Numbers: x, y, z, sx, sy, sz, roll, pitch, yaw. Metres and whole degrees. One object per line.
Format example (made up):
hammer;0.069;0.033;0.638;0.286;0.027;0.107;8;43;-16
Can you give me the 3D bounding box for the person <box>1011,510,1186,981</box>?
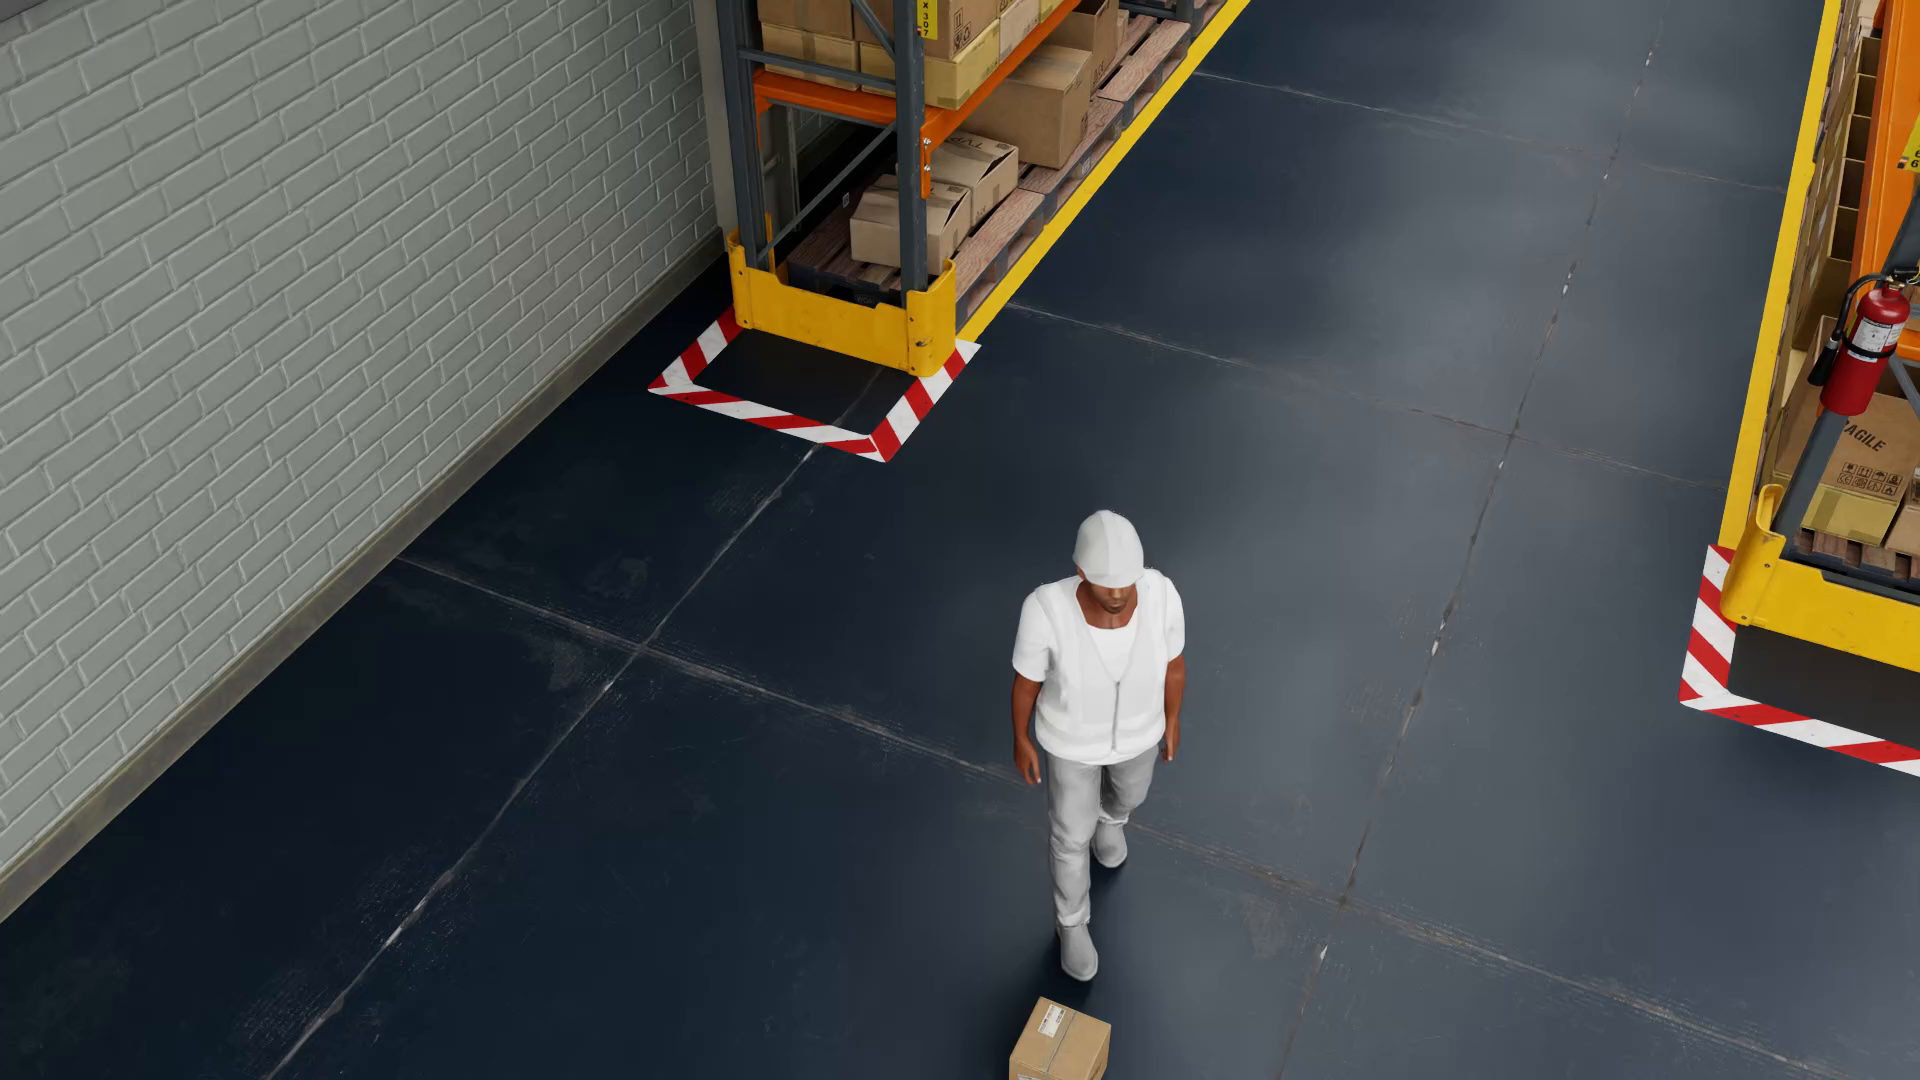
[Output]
person;0.462;0.635;5.428;0.577;1.768;0.736;-10;43;-11
